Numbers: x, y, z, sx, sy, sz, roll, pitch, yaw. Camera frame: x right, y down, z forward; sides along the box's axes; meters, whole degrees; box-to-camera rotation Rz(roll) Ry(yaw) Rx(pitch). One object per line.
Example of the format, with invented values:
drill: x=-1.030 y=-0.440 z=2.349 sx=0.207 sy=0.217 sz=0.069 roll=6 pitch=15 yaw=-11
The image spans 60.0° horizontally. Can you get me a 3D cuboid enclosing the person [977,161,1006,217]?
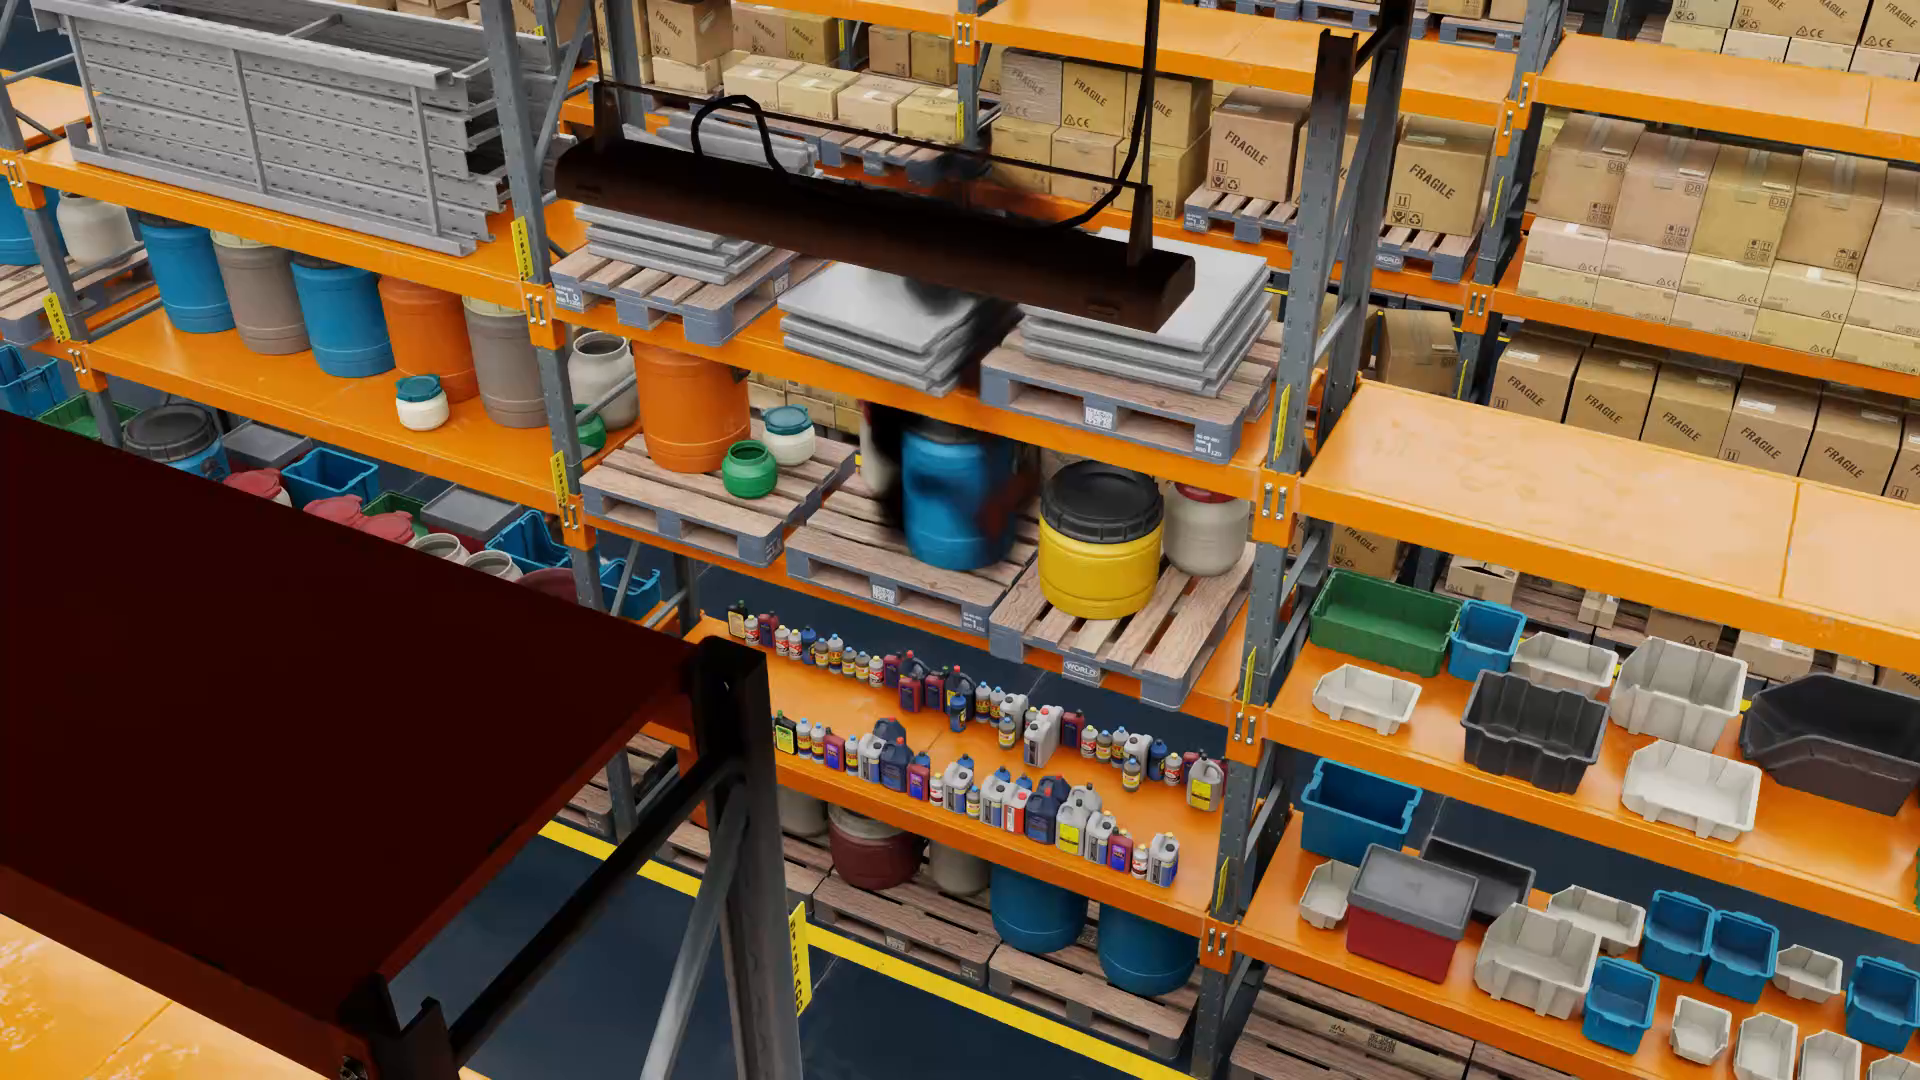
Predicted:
person: x=0.375 y=-3.415 z=17.098 sx=0.826 sy=1.638 sz=0.585 roll=5 pitch=35 yaw=8

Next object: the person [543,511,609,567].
person: x=-2.915 y=-0.161 z=12.669 sx=0.545 sy=1.670 sz=0.661 roll=11 pitch=36 yaw=15
